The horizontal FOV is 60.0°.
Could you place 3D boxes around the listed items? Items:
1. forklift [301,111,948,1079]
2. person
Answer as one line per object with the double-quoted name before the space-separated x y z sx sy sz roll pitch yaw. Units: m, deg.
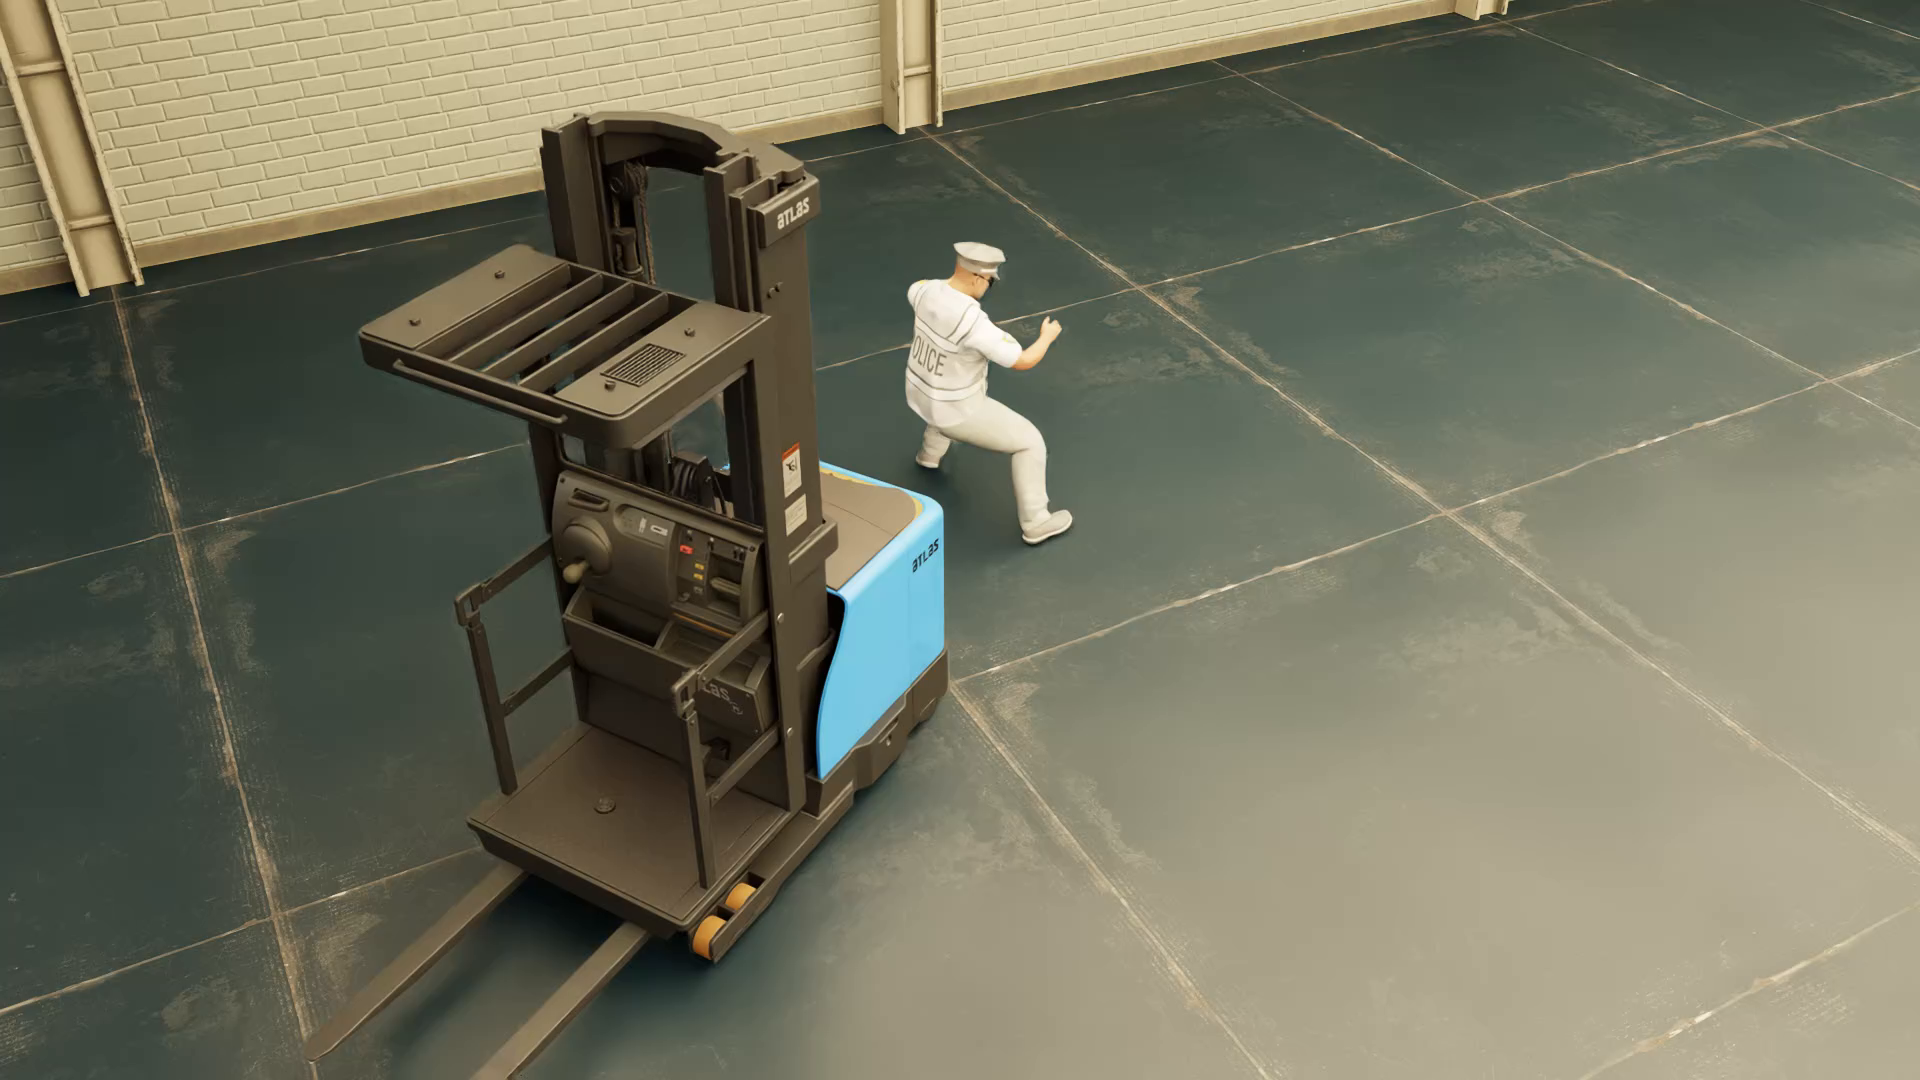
"forklift" -1.233 0.108 5.970 1.130 2.935 3.031 19 39 24
"person" 0.106 -0.840 8.535 0.772 1.526 1.044 -21 41 -27
